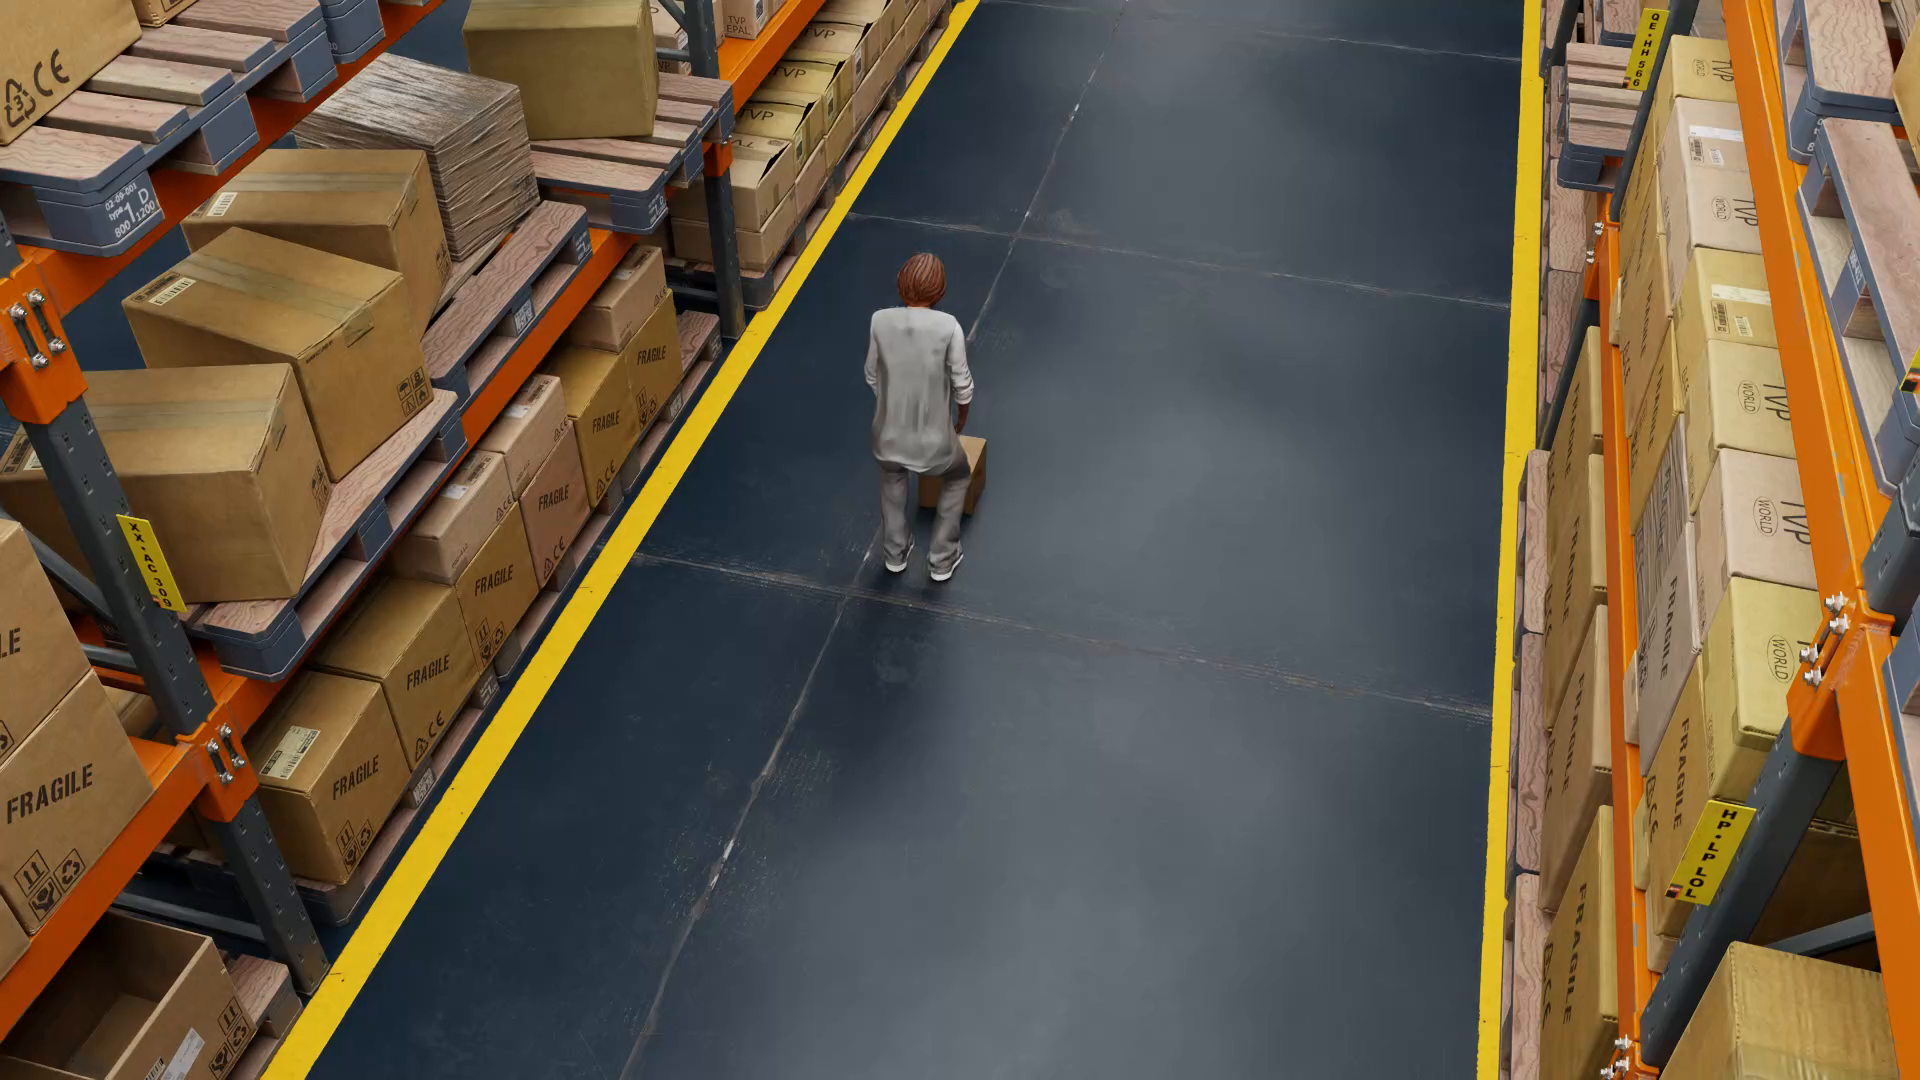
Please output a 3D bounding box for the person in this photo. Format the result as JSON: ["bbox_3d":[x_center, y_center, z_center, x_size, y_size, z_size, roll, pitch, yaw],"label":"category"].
[{"bbox_3d":[-0.185,-0.457,6.832,0.456,1.408,0.560,11,43,12],"label":"person"}]
